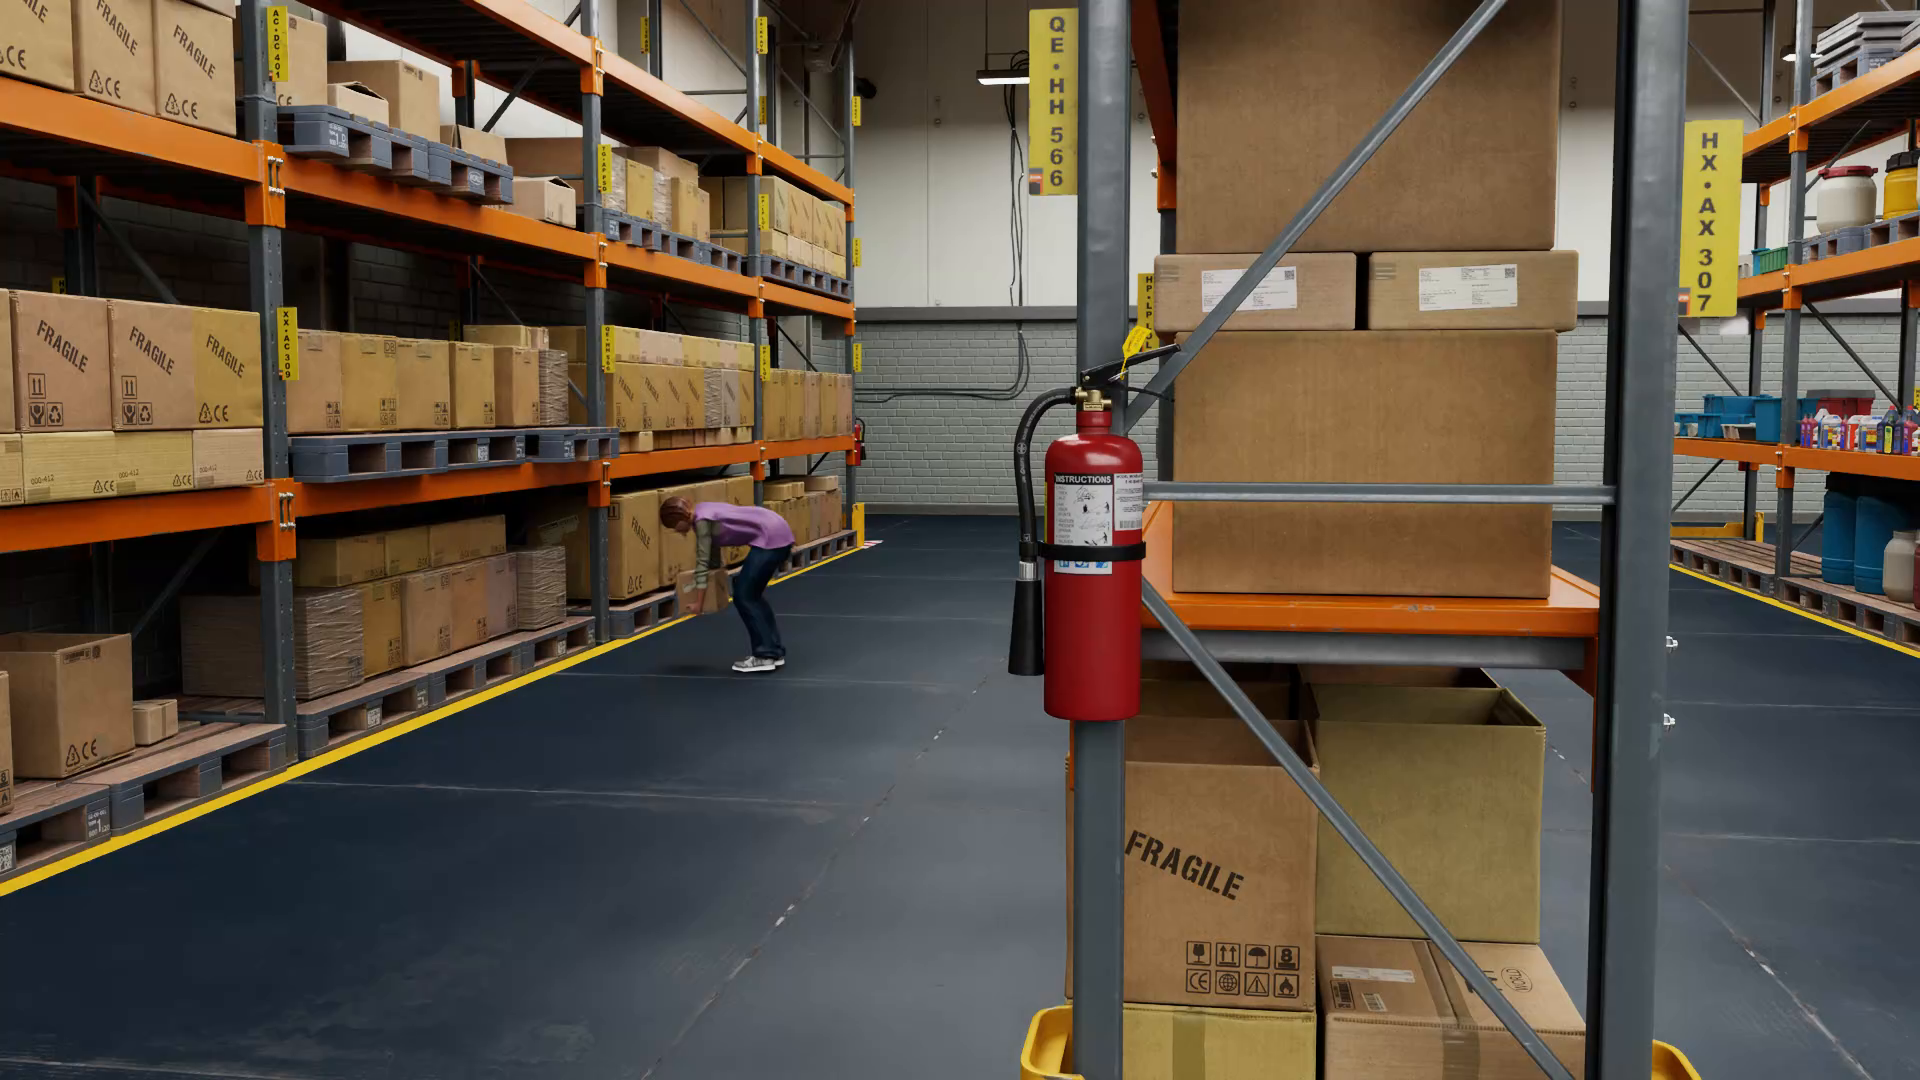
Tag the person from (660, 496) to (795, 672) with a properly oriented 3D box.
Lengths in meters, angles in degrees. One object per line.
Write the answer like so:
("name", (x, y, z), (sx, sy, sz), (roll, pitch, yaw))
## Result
("person", (-1.460, 0.268, 10.454), (0.858, 1.093, 0.376), (1, 5, 7))
